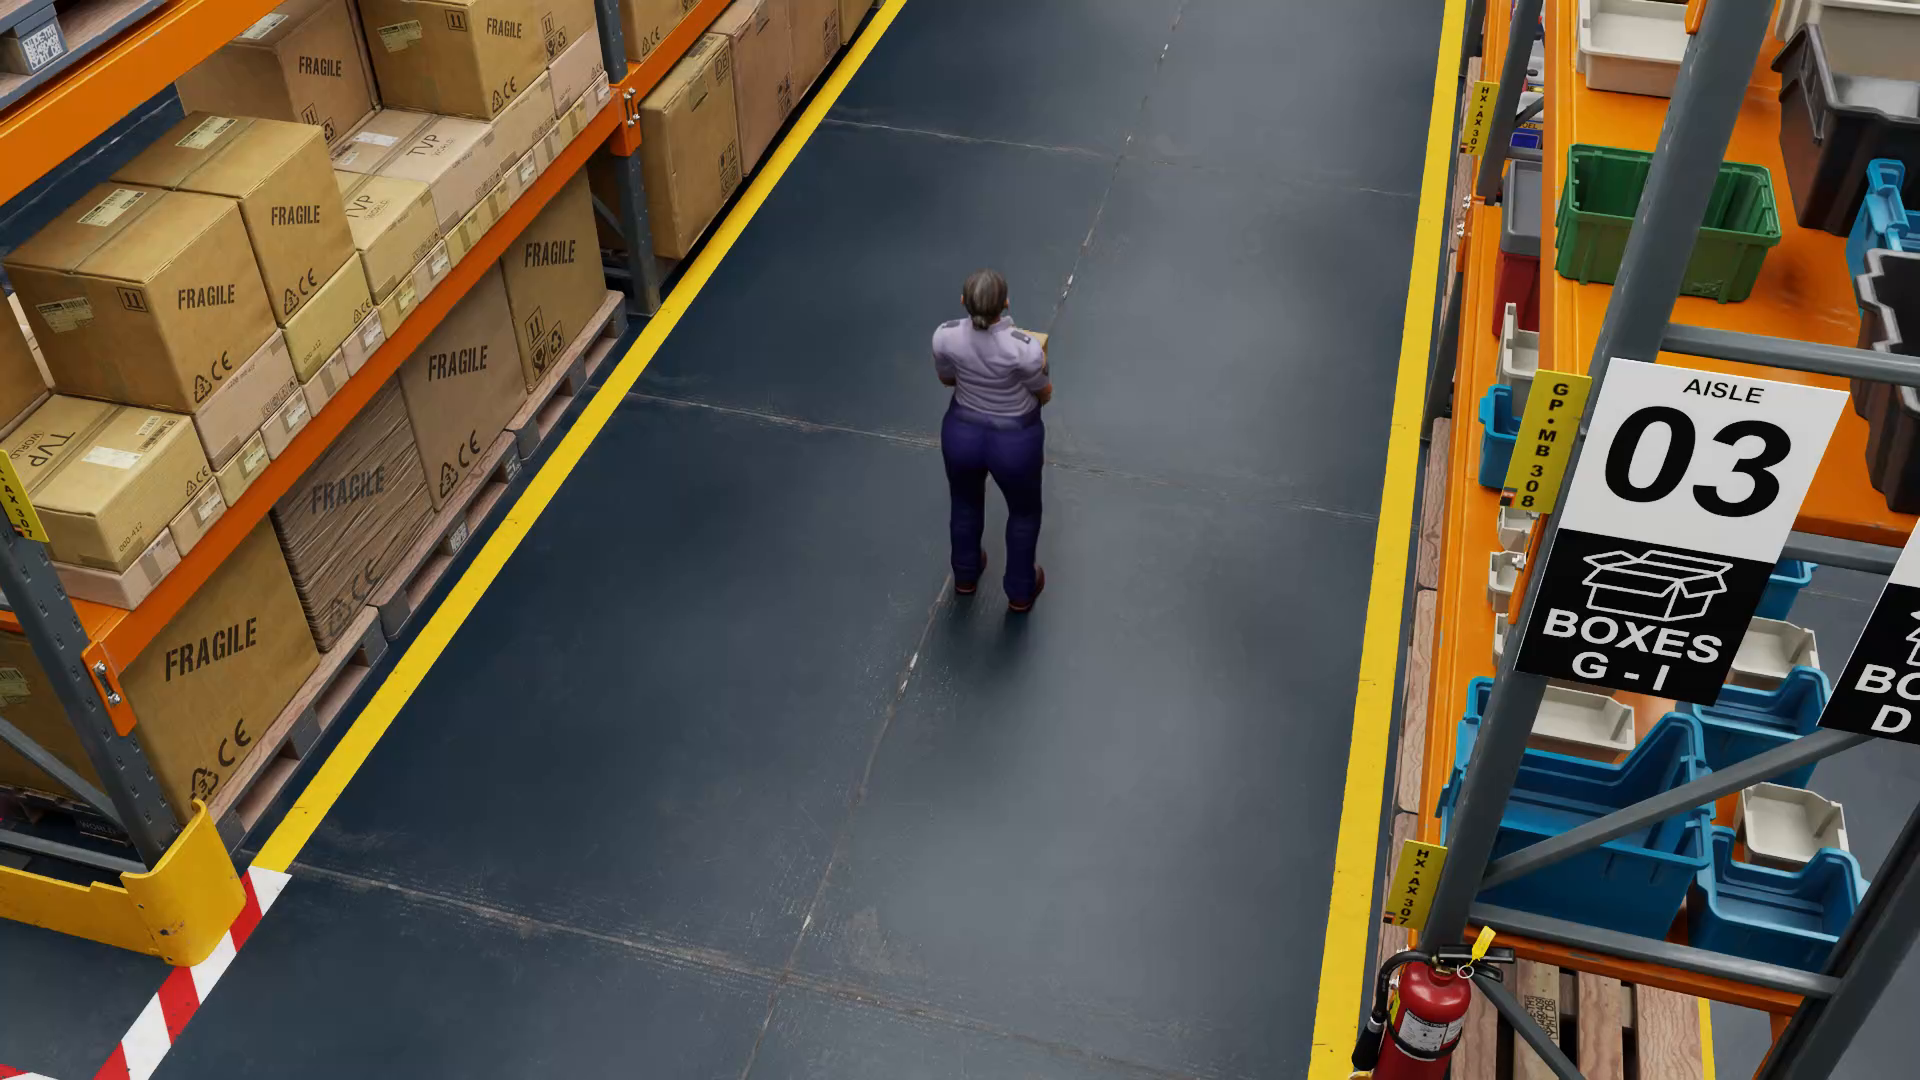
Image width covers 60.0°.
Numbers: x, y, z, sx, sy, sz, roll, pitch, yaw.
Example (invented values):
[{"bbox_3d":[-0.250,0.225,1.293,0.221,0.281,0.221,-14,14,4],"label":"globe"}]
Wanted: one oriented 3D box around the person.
[{"bbox_3d":[0.147,-0.449,6.685,0.455,1.641,0.512,12,43,13],"label":"person"}]
